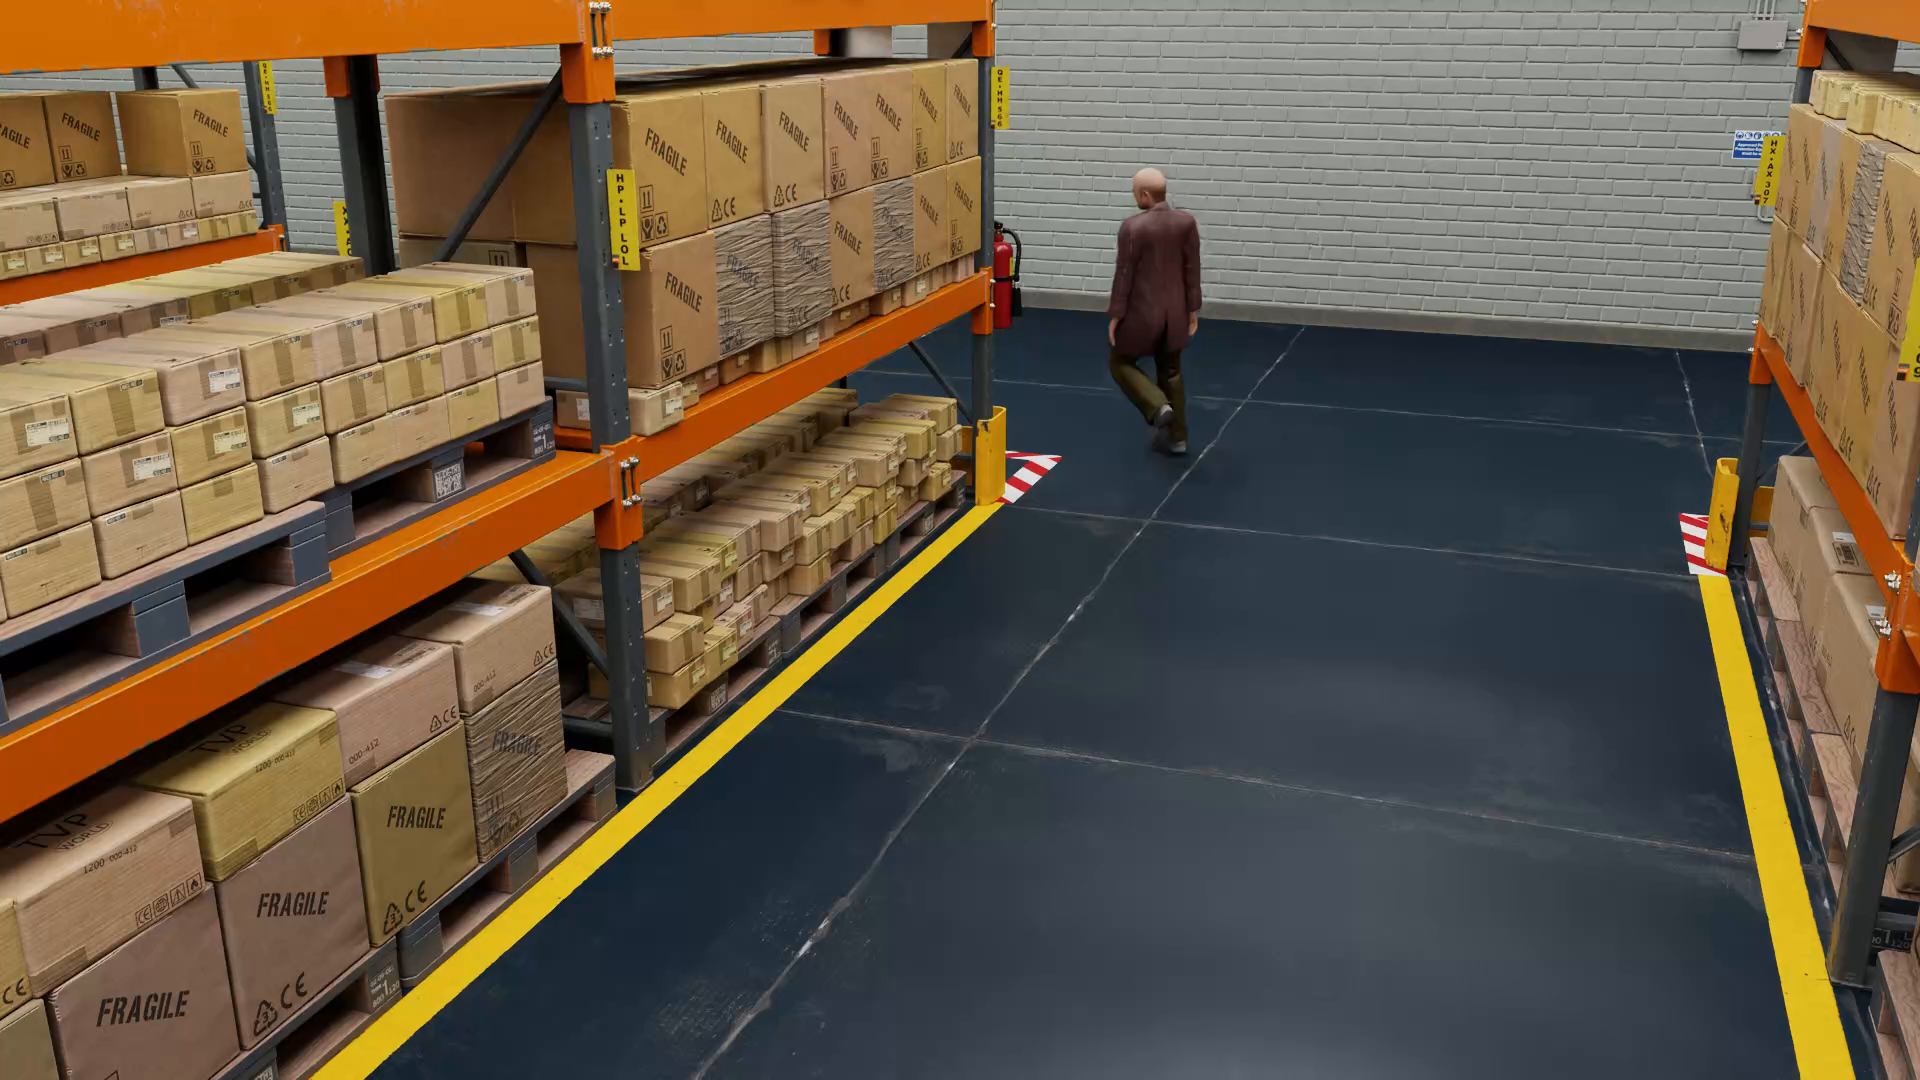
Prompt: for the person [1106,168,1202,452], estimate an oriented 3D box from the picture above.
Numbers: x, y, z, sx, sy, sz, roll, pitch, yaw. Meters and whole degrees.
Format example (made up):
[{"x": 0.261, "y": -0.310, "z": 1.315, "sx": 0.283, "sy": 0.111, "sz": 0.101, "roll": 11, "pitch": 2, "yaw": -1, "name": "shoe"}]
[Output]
[{"x": 1.187, "y": -1.386, "z": 10.188, "sx": 0.638, "sy": 1.761, "sz": 0.561, "roll": -8, "pitch": 20, "yaw": -22, "name": "person"}]
